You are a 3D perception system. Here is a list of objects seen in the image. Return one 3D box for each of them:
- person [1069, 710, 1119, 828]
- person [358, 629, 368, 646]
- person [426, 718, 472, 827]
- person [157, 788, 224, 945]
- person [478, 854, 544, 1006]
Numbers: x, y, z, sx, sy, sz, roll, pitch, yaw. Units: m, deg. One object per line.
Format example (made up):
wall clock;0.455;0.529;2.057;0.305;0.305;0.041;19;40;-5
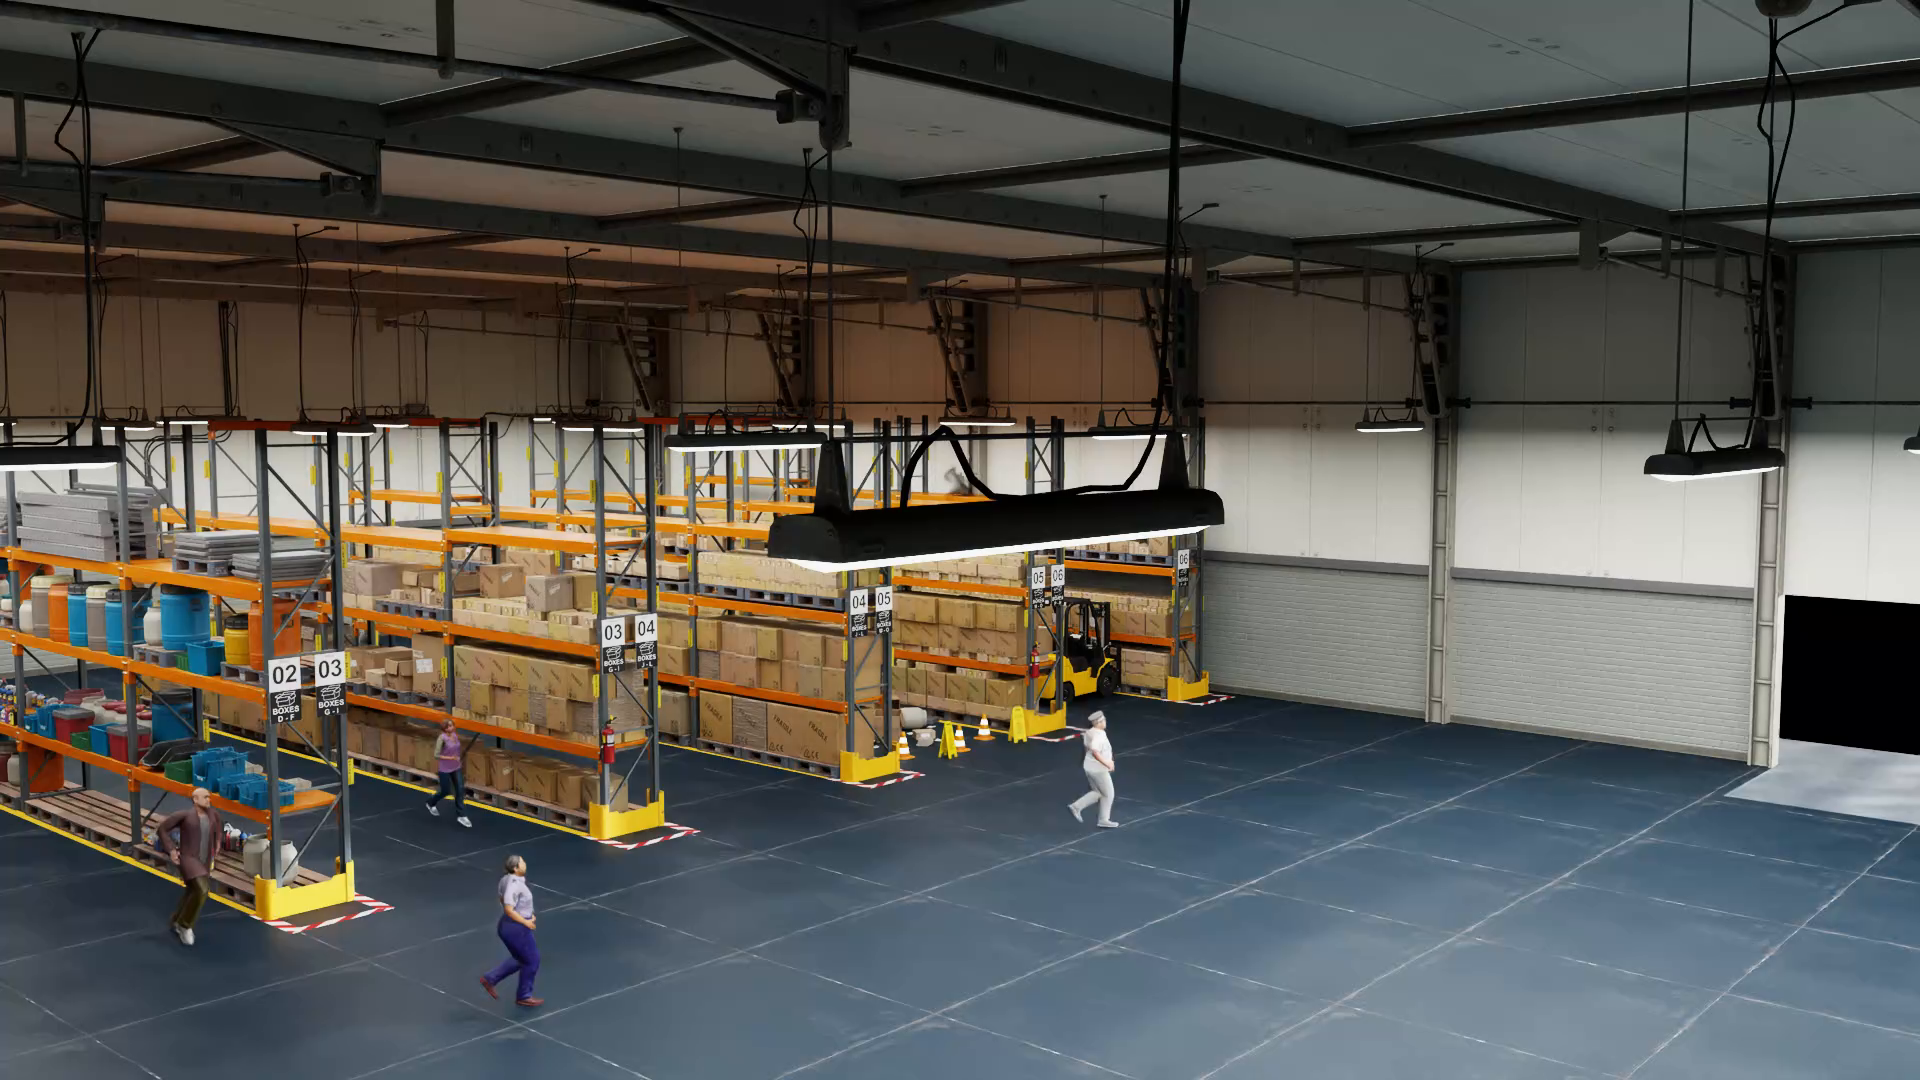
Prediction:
person;2.008;3.402;24.676;0.728;1.761;0.674;-1;5;-13
person;-14.196;2.212;39.582;0.820;1.683;0.648;-1;5;-15
person;-7.672;3.456;24.907;0.877;1.605;0.538;3;6;32
person;-9.042;3.831;19.695;0.721;1.773;0.687;2;5;22
person;-4.677;4.087;17.359;0.631;1.628;0.614;-2;5;-25
